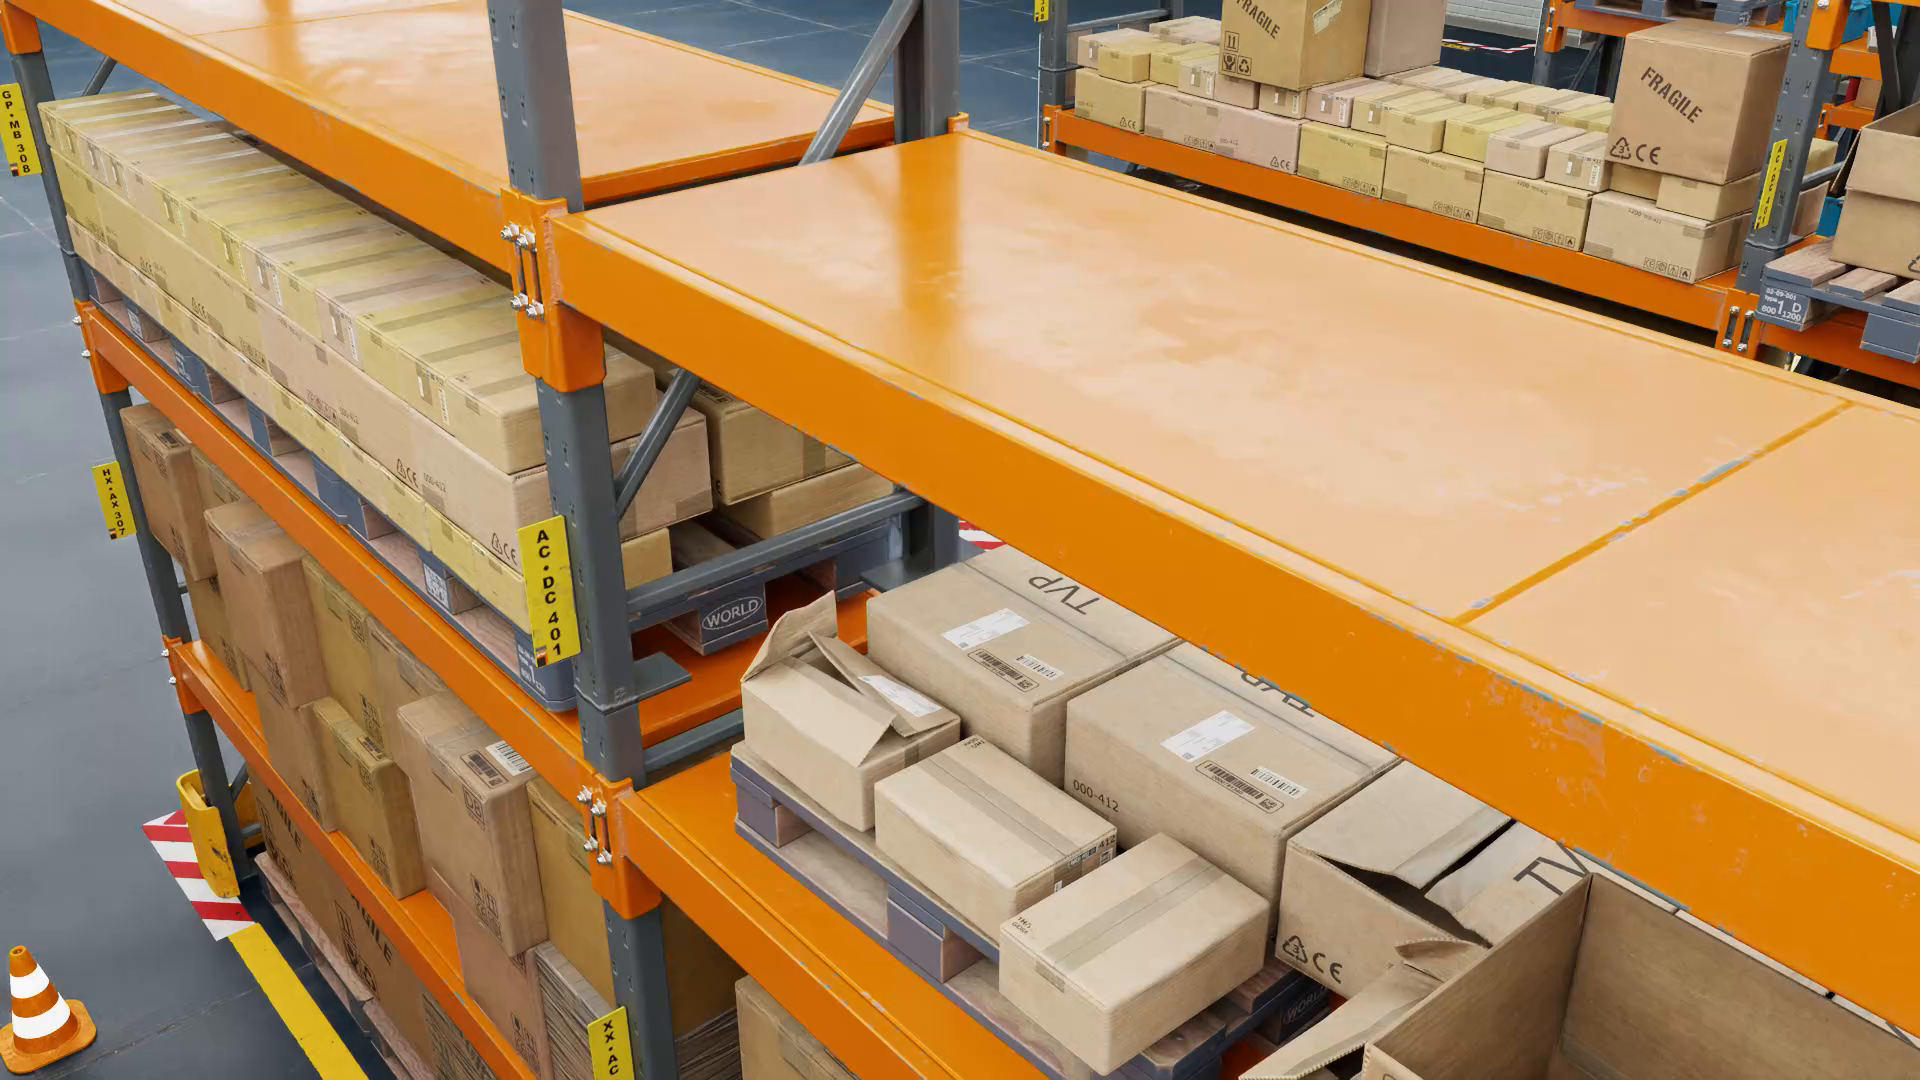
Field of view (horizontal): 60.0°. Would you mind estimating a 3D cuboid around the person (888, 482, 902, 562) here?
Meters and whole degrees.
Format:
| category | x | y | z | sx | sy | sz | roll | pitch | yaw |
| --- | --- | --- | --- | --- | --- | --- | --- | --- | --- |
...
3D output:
| category | x | y | z | sx | sy | sz | roll | pitch | yaw |
| --- | --- | --- | --- | --- | --- | --- | --- | --- | --- |
| person | -0.509 | -0.384 | 9.555 | 0.743 | 1.690 | 0.689 | -10 | 30 | -19 |
